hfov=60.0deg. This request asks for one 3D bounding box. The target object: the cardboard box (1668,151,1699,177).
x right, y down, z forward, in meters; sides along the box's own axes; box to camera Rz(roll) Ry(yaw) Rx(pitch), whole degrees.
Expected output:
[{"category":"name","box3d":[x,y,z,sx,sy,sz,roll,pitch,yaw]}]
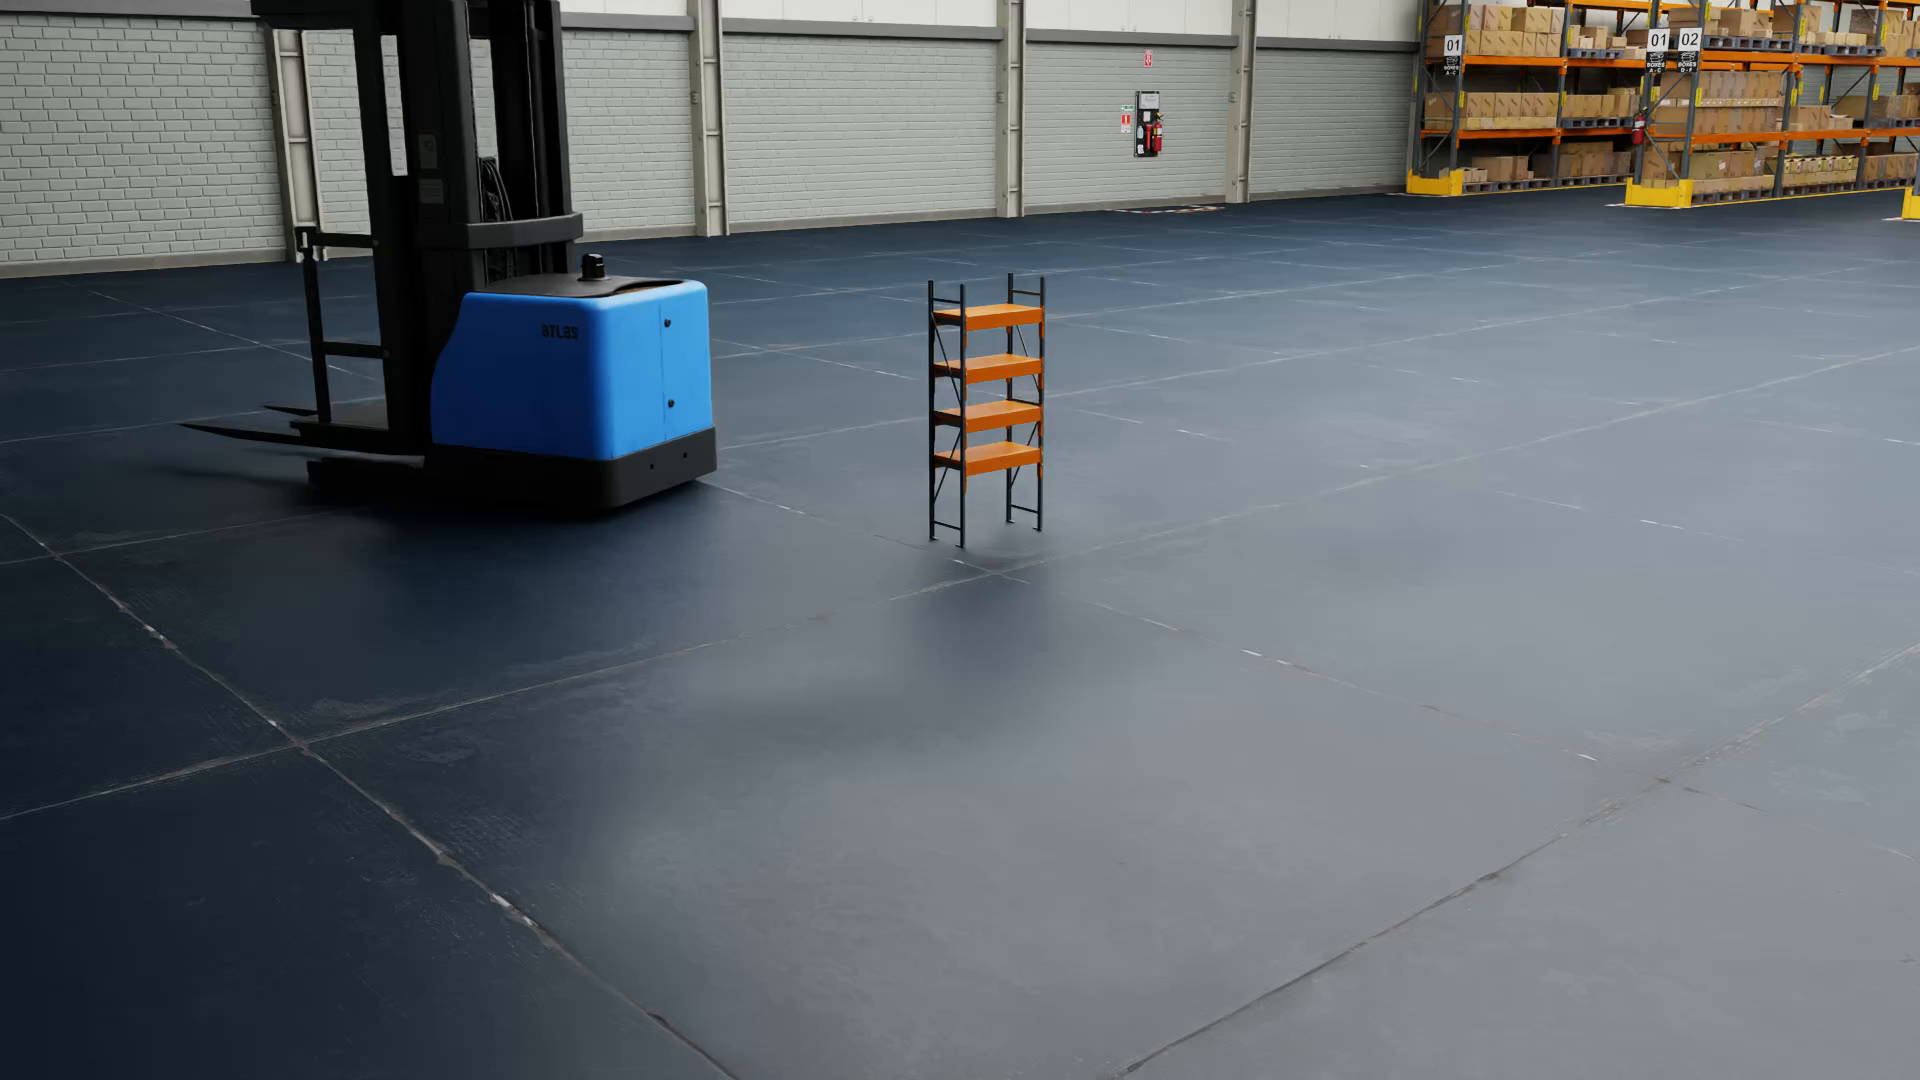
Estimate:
[{"category":"cardboard box","box3d":[14.153,-7.337,32.465,0.500,0.500,0.500,-13,19,-39]}]

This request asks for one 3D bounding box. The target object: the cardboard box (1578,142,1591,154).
[{"category":"cardboard box","box3d":[14.226,-9.079,38.467,0.500,0.250,0.500,-13,20,-41]}]

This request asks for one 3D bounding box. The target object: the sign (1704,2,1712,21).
[{"category":"sign","box3d":[13.559,-9.580,30.141,0.005,0.325,0.100,-13,19,-39]}]

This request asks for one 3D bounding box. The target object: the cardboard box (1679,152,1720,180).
[{"category":"cardboard box","box3d":[14.125,-7.148,31.760,0.500,0.500,0.500,-13,19,-39]}]

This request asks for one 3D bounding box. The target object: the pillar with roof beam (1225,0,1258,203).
[{"category":"pillar with roof beam","box3d":[8.204,-10.073,28.025,0.400,9.000,9.100,-13,19,-39]}]

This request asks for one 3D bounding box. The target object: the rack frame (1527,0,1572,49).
[{"category":"rack frame","box3d":[12.962,-12.319,36.430,0.127,3.000,1.000,-13,19,-39]}]

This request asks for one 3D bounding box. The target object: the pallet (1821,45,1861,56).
[{"category":"pallet","box3d":[17.939,-10.170,34.564,1.213,0.211,1.003,-12,19,-37]}]

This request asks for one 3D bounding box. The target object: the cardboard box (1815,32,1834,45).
[{"category":"cardboard box","box3d":[17.699,-10.348,34.342,0.500,0.250,0.500,14,20,42]}]

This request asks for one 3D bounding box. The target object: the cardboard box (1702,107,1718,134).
[{"category":"cardboard box","box3d":[13.952,-7.994,31.670,0.500,0.500,0.700,-12,19,-38]}]

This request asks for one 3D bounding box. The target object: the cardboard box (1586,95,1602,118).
[{"category":"cardboard box","box3d":[14.270,-9.972,38.222,0.500,0.500,0.700,-10,18,-32]}]

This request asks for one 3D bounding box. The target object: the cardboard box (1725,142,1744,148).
[{"category":"cardboard box","box3d":[20.006,-10.213,42.946,0.250,0.149,0.380,-12,19,-38]}]

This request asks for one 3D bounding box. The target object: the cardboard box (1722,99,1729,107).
[{"category":"cardboard box","box3d":[14.414,-8.340,31.711,0.250,0.149,0.380,-14,20,-41]}]

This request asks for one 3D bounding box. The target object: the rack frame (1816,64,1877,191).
[{"category":"rack frame","box3d":[19.234,-9.134,36.133,0.127,3.000,1.000,-13,19,-39]}]

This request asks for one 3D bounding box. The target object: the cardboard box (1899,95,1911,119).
[{"category":"cardboard box","box3d":[20.959,-9.752,37.437,0.700,0.500,0.500,10,18,33]}]

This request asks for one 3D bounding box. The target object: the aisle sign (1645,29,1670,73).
[{"category":"aisle sign","box3d":[12.956,-9.081,30.896,0.004,0.787,0.394,-13,19,-39]}]

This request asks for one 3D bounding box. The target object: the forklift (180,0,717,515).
[{"category":"forklift","box3d":[-2.859,-1.770,8.699,3.031,2.935,1.130,7,16,23]}]

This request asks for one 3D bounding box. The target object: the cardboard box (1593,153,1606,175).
[{"category":"cardboard box","box3d":[14.649,-8.816,38.935,0.500,0.500,0.700,-13,20,-40]}]

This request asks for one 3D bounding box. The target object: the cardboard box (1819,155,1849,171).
[{"category":"cardboard box","box3d":[18.612,-8.054,35.515,0.500,0.311,0.500,-13,20,-40]}]

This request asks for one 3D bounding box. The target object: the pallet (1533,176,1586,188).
[{"category":"pallet","box3d":[13.548,-8.205,38.059,1.213,0.211,1.003,-13,19,-39]}]

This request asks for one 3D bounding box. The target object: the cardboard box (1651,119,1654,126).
[{"category":"cardboard box","box3d":[16.380,-9.997,39.811,0.250,0.149,0.380,-13,20,-40]}]

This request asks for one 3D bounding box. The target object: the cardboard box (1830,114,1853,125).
[{"category":"cardboard box","box3d":[18.931,-9.038,35.946,0.500,0.311,0.500,-11,19,-36]}]

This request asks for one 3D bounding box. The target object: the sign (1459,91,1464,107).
[{"category":"sign","box3d":[10.300,-9.055,34.161,0.005,0.325,0.100,-13,19,-39]}]

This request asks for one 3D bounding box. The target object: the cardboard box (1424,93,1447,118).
[{"category":"cardboard box","box3d":[10.160,-9.163,35.041,0.500,0.500,0.500,-13,20,-40]}]

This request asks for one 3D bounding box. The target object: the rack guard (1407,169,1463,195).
[{"category":"rack guard","box3d":[10.001,-7.548,35.038,0.348,0.500,1.175,-13,19,-39]}]

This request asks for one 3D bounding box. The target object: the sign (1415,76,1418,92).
[{"category":"sign","box3d":[9.595,-9.566,34.895,0.005,0.325,0.100,-13,19,-39]}]

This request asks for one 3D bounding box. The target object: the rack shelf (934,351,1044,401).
[{"category":"rack shelf","box3d":[0.125,-0.759,7.660,0.480,0.148,0.258,-13,19,-39]}]

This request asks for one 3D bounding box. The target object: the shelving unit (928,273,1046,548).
[{"category":"shelving unit","box3d":[0.125,-0.608,7.700,0.503,1.200,0.258,-13,19,-39]}]

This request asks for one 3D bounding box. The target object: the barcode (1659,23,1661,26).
[{"category":"barcode","box3d":[13.110,-9.654,31.141,0.075,0.075,0.001,-13,19,-39]}]

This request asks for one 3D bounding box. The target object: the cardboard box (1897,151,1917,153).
[{"category":"cardboard box","box3d":[22.495,-8.968,39.504,0.500,0.500,0.500,-13,19,-39]}]

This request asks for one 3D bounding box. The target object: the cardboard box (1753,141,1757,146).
[{"category":"cardboard box","box3d":[20.944,-10.555,44.228,0.250,0.149,0.380,-12,19,-39]}]

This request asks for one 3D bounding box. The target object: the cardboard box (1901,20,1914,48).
[{"category":"cardboard box","box3d":[20.818,-11.263,37.089,0.600,0.600,0.600,-14,20,-41]}]

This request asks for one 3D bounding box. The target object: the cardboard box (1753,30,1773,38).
[{"category":"cardboard box","box3d":[15.486,-9.797,32.205,0.250,0.149,0.380,-13,19,-39]}]

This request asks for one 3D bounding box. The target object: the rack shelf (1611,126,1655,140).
[{"category":"rack shelf","box3d":[17.488,-10.089,41.102,4.000,0.370,1.077,-13,19,-39]}]

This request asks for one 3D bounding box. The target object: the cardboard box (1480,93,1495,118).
[{"category":"cardboard box","box3d":[10.881,-9.146,34.977,0.500,0.500,0.500,-13,19,-39]}]

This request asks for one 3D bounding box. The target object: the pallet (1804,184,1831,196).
[{"category":"pallet","box3d":[17.667,-7.449,35.230,1.213,0.211,1.003,-13,19,-39]}]

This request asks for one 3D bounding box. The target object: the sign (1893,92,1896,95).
[{"category":"sign","box3d":[21.889,-10.334,38.949,0.005,0.325,0.100,-13,19,-39]}]

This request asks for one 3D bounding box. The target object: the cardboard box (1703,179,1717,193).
[{"category":"cardboard box","box3d":[14.124,-6.786,31.858,0.500,0.250,0.500,-13,19,-39]}]

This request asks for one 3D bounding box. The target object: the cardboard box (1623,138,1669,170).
[{"category":"cardboard box","box3d":[16.620,-9.361,40.335,0.750,0.750,0.750,-13,20,-40]}]

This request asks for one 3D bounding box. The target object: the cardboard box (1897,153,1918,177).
[{"category":"cardboard box","box3d":[21.689,-8.595,38.107,0.500,0.500,0.500,-13,19,-39]}]

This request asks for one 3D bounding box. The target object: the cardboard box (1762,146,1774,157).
[{"category":"cardboard box","box3d":[21.174,-10.225,44.249,0.500,0.500,0.700,-13,20,-40]}]

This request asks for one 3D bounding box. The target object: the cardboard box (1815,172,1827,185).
[{"category":"cardboard box","box3d":[17.843,-7.612,34.948,0.500,0.250,0.500,-12,19,-38]}]

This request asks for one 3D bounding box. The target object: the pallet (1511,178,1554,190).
[{"category":"pallet","box3d":[12.478,-7.952,37.113,1.213,0.211,1.003,-13,19,-39]}]

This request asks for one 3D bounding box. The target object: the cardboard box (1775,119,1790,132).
[{"category":"cardboard box","box3d":[16.559,-8.476,33.960,0.500,0.250,0.500,-11,19,-36]}]

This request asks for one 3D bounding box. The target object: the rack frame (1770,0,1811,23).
[{"category":"rack frame","box3d":[22.014,-14.351,44.041,0.127,3.000,1.000,-13,19,-39]}]

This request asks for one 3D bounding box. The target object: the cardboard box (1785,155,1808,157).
[{"category":"cardboard box","box3d":[17.869,-8.071,35.582,0.500,0.311,0.500,-13,20,-41]}]

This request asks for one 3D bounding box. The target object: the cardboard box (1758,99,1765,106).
[{"category":"cardboard box","box3d":[15.570,-8.599,32.681,0.250,0.149,0.380,-13,20,-39]}]

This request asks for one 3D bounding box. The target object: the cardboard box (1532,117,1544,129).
[{"category":"cardboard box","box3d":[12.422,-9.135,36.390,0.500,0.250,0.500,-13,19,-39]}]

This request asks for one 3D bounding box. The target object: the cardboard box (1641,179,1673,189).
[{"category":"cardboard box","box3d":[13.409,-6.802,31.916,0.500,0.250,0.500,-13,19,-39]}]

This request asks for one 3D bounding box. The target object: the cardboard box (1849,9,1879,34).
[{"category":"cardboard box","box3d":[19.567,-11.187,35.876,0.500,0.500,0.500,-13,19,-39]}]

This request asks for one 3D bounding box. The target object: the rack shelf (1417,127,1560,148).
[{"category":"rack shelf","box3d":[11.453,-8.734,36.029,4.000,0.370,1.077,-13,19,-39]}]

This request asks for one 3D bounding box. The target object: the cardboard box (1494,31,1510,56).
[{"category":"cardboard box","box3d":[11.178,-10.431,34.942,0.500,0.500,0.500,-12,19,-37]}]

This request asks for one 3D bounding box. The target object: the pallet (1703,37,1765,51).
[{"category":"pallet","box3d":[14.670,-9.508,31.891,1.213,0.211,1.003,-13,19,-39]}]

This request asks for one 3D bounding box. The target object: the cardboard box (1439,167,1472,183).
[{"category":"cardboard box","box3d":[10.525,-7.756,35.331,0.500,0.311,0.500,13,20,41]}]

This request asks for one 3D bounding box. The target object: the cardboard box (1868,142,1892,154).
[{"category":"cardboard box","box3d":[20.972,-8.975,38.076,0.500,0.250,0.500,-13,19,-39]}]

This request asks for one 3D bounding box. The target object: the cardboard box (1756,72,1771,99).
[{"category":"cardboard box","box3d":[15.505,-8.969,32.809,0.500,0.500,0.700,-13,20,-39]}]

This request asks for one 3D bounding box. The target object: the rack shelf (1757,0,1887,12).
[{"category":"rack shelf","box3d":[17.725,-11.153,34.235,4.000,0.370,1.077,-13,19,-39]}]

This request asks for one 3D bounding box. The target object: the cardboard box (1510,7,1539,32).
[{"category":"cardboard box","box3d":[11.968,-11.087,35.463,0.500,0.500,0.500,-14,20,-41]}]
